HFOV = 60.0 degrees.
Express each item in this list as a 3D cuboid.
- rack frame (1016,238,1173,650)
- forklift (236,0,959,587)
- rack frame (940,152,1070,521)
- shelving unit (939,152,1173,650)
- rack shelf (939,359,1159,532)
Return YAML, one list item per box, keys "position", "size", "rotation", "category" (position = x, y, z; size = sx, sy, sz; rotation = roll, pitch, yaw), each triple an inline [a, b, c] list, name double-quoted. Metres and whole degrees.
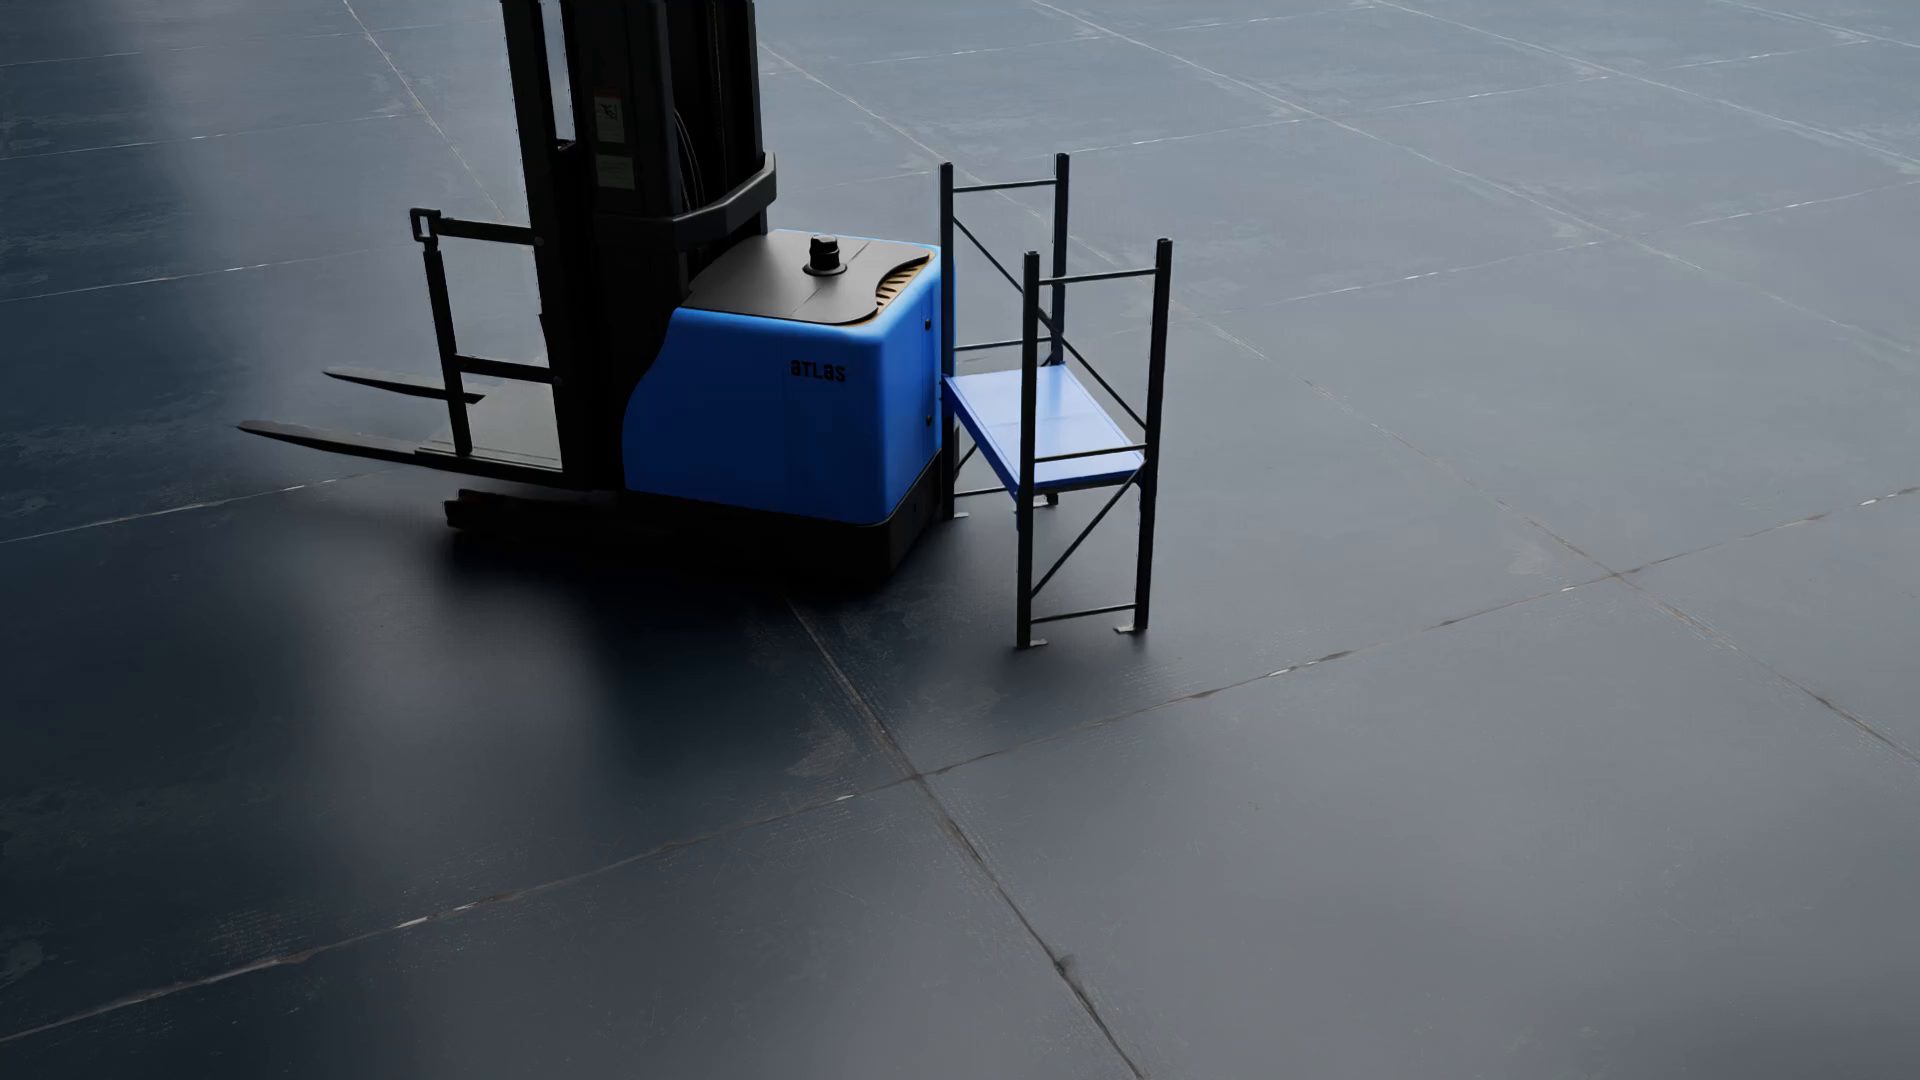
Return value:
- position: [0.450, -0.296, 5.745]
  size: [0.500, 1.500, 0.032]
  rotation: [-8, 30, -14]
  category: "rack frame"
- position: [-1.579, -1.508, 6.443]
  size: [3.031, 2.935, 1.130]
  rotation: [9, 30, 15]
  category: "forklift"
- position: [0.170, -0.774, 6.597]
  size: [0.500, 1.500, 0.032]
  rotation: [-8, 30, -14]
  category: "rack frame"
- position: [0.310, -0.535, 6.171]
  size: [0.538, 1.500, 1.048]
  rotation: [-8, 30, -14]
  category: "shelving unit"
- position: [0.310, -0.378, 6.259]
  size: [0.538, 0.185, 1.000]
  rotation: [-8, 30, -14]
  category: "rack shelf"
